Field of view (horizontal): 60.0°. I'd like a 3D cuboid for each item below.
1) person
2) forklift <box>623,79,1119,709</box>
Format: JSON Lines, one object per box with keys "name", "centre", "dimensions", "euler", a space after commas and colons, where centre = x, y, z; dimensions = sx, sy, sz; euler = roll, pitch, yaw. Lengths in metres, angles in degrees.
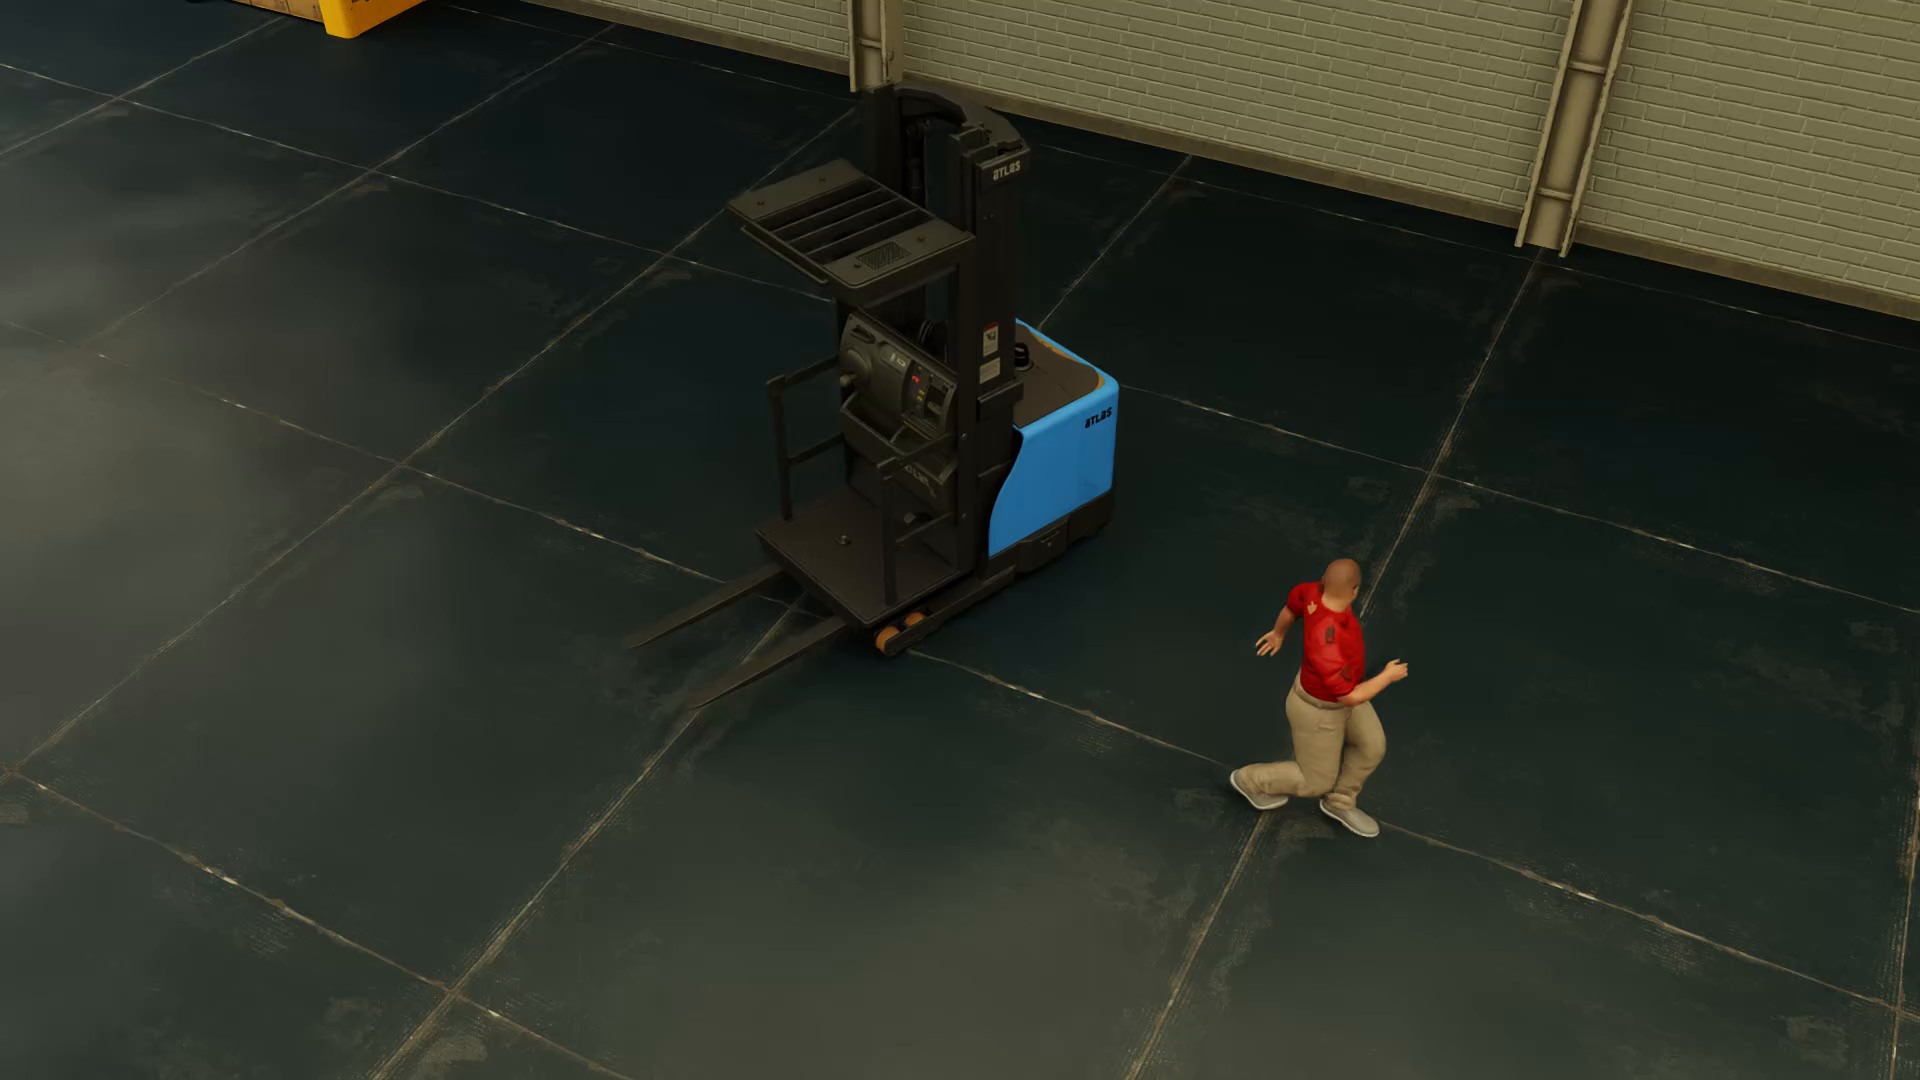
{"name": "person", "centre": [1.765, 0.752, 8.111], "dimensions": [0.840, 1.649, 0.598], "euler": [18, 43, 21]}
{"name": "forklift", "centre": [-0.503, -0.846, 8.991], "dimensions": [3.031, 2.935, 1.130], "euler": [-29, 48, -30]}
